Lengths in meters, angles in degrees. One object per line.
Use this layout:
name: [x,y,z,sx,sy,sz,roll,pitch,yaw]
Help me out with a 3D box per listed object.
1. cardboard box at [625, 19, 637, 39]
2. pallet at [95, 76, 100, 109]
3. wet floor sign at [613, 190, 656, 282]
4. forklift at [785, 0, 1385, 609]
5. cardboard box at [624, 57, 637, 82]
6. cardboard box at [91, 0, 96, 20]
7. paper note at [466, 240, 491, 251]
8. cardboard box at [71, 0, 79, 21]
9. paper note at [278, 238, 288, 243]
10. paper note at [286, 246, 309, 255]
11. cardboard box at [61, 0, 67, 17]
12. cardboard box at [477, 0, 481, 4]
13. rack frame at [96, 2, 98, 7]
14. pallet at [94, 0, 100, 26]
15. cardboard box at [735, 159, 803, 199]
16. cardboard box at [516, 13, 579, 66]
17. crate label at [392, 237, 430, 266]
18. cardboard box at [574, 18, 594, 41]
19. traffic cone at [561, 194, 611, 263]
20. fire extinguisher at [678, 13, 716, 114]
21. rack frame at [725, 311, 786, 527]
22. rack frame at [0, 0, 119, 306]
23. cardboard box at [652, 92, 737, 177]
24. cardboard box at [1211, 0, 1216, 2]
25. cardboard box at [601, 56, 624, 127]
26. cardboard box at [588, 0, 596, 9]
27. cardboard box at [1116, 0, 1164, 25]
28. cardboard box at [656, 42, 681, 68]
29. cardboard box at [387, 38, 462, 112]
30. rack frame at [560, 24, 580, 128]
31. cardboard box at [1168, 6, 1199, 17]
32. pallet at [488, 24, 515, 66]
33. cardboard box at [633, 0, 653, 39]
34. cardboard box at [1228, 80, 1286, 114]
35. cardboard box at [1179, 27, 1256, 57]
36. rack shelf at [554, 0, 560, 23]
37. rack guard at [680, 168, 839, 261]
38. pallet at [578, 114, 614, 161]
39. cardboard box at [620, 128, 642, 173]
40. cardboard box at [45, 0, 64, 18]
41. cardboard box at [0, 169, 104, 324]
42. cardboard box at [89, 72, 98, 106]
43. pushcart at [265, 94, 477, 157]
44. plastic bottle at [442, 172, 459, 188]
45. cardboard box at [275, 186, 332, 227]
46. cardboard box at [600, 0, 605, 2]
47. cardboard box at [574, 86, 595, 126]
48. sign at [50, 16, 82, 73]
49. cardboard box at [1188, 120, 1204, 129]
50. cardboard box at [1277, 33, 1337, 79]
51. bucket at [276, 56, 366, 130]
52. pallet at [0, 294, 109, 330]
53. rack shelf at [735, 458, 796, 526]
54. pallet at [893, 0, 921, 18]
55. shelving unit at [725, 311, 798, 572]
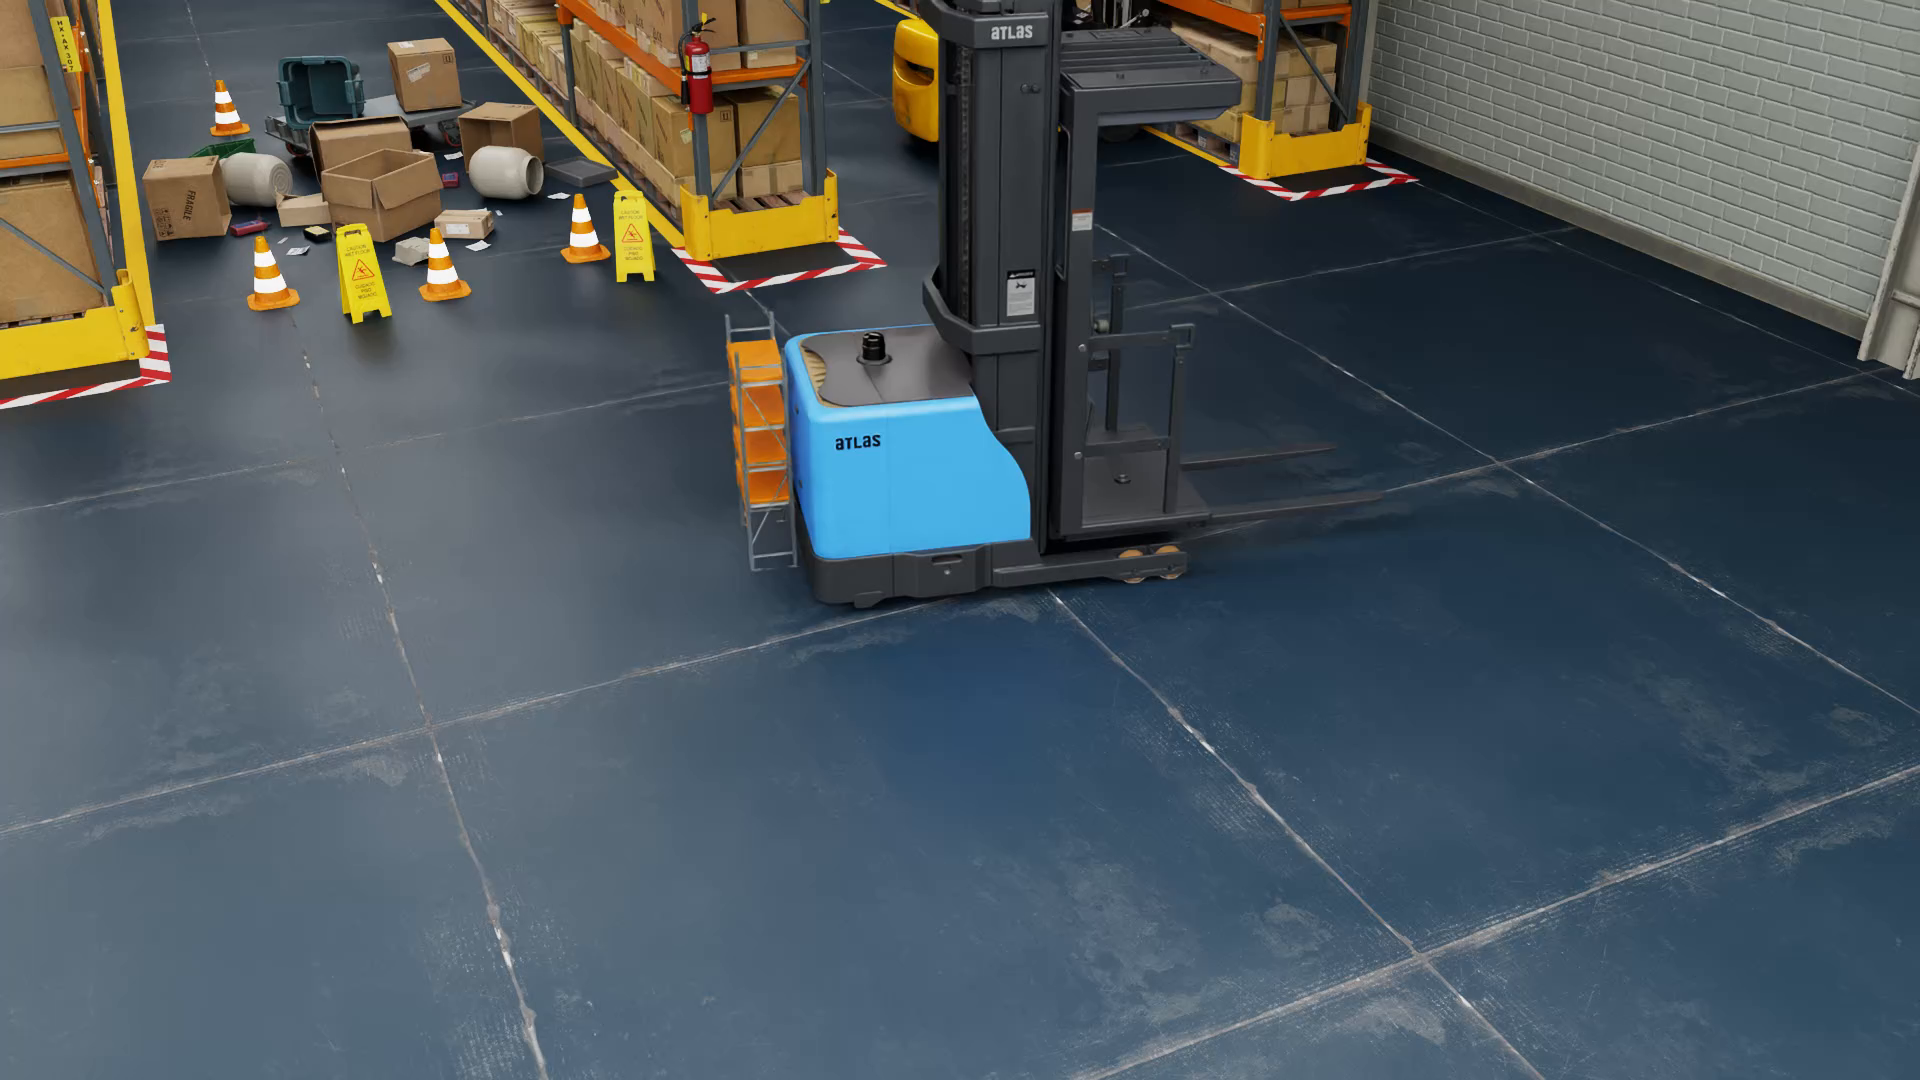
cardboard box: [-2.453,-4.116,13.280,0.380,0.149,0.250,-13,32,-22]
pallet: [-9.078,-4.424,16.424,1.003,0.211,1.213,-13,32,-22]
wet floor sign: [-2.372,-2.219,12.048,0.267,0.644,0.232,-3,29,-5]
forklift: [0.674,-1.306,8.083,3.031,2.935,1.130,-6,30,-11]
cardboard box: [-2.501,-3.824,13.455,0.380,0.149,0.250,-12,31,-20]
cardboard box: [-10.084,-6.136,18.752,0.500,0.500,0.500,-14,32,-23]
paper note: [-3.690,-2.259,12.748,0.142,0.019,0.148,26,38,38]
cardboard box: [-7.614,-4.570,13.731,0.500,0.500,0.500,-13,32,-21]
paper note: [-5.241,-2.320,12.877,0.032,0.001,0.123,2,29,4]
paper note: [-5.036,-2.206,12.654,0.144,0.017,0.142,-3,29,-5]
cardboard box: [-7.206,-3.904,12.493,0.875,0.550,0.550,-13,32,-22]
cardboard box: [-5.143,-6.668,19.317,0.875,0.875,0.875,-13,32,-22]
rack frame: [-11.066,-7.772,19.542,1.000,3.000,0.127,-13,32,-22]
pallet: [-10.730,-6.212,19.612,1.003,0.211,1.213,-13,32,-22]
cardboard box: [-1.583,-2.953,13.331,0.500,0.250,0.500,-13,32,-22]
cardboard box: [-4.043,-5.214,17.238,0.950,0.372,0.625,-12,31,-20]
crate label: [-4.087,-2.176,12.491,0.298,0.136,0.250,19,34,30]
cardboard box: [-3.195,-4.530,14.714,0.380,0.149,0.250,-13,32,-21]
traffic cone: [-2.837,-2.367,12.499,0.336,0.463,0.334,-13,32,-22]
fire extinguisher: [-1.854,-3.374,11.779,0.296,0.674,0.183,-13,32,-22]
rack frame: [-1.053,-0.609,8.609,0.240,1.200,0.015,-6,30,-11]
rack frame: [-5.914,-2.471,10.089,1.000,3.000,0.127,-13,32,-22]
cardboard box: [-2.066,-3.165,12.942,0.500,0.500,0.500,-13,32,-22]
cardboard box: [2.332,-5.036,14.561,0.500,0.500,0.500,-12,31,-20]
cardboard box: [-2.733,-3.852,14.168,0.500,0.500,0.500,-11,31,-19]
cardboard box: [-2.987,-4.677,14.281,0.380,0.149,0.250,-12,31,-20]
cardboard box: [1.636,-5.061,16.068,0.500,0.250,0.500,-12,31,-20]
cardboard box: [-2.050,-3.654,12.456,0.380,0.149,0.250,-13,32,-23]
cardboard box: [-4.799,-4.175,14.910,0.500,0.500,0.500,-13,32,-22]
rack frame: [-3.204,-5.322,15.174,1.000,3.000,0.127,-13,32,-22]
cardboard box: [2.323,-4.942,15.855,0.500,0.250,0.500,-14,32,-23]
pallet: [-4.587,-5.527,18.390,1.003,0.211,1.213,-13,32,-22]
cardboard box: [-2.179,-4.132,12.646,0.500,0.500,0.500,-13,32,-22]
cardboard box: [2.503,-3.950,14.598,0.500,0.250,0.500,-14,32,-23]
cardboard box: [2.291,-4.381,14.855,0.500,0.250,0.500,-12,32,-21]
rack shelf: [-4.063,-5.891,16.925,1.077,0.370,4.000,-13,32,-22]
rack guard: [-1.520,-2.498,12.694,1.175,0.500,0.348,-13,32,-22]
pallet: [-2.884,-3.816,15.340,1.003,0.211,1.213,-13,32,-22]
cardboard box: [-2.522,-3.300,13.949,0.500,0.250,0.500,-14,32,-24]
cardboard box: [-6.476,-3.679,10.986,0.875,0.550,0.550,-13,32,-22]
cardboard box: [-6.265,-2.013,11.016,0.875,0.875,0.875,-13,32,-22]
cardboard box: [-8.390,-4.122,14.905,1.050,0.750,0.750,-13,32,-22]
pushcart: [-5.242,-3.677,14.922,0.936,0.377,1.648,26,38,38]
plastic bottle: [-4.344,-3.076,14.173,0.133,0.061,0.283,-8,30,-13]
cardboard box: [-5.230,-2.673,13.245,0.396,0.266,0.258,-8,30,-13]
cardboard box: [-2.827,-4.801,13.838,0.500,0.500,0.500,-13,32,-22]
cardboard box: [-3.195,-3.988,15.177,0.500,0.250,0.500,-15,32,-24]
sign: [-5.410,-2.997,10.061,0.100,0.325,0.005,-13,32,-22]
cardboard box: [2.303,-3.945,15.101,0.500,0.250,0.500,-13,32,-22]
cardboard box: [2.959,-4.271,14.659,0.500,0.250,0.500,-14,32,-23]
bucket: [-5.491,-3.897,14.425,0.726,0.611,0.620,-3,19,-5]
pallet: [-6.328,-1.591,11.372,1.003,0.211,1.213,-13,32,-22]
rack shelf: [-1.001,-0.261,8.531,0.258,0.148,0.480,-6,30,-11]
pallet: [-0.122,-6.544,20.205,1.003,0.211,1.213,-13,32,-22]
shelving unit: [-1.001,-0.493,8.401,0.258,1.200,0.503,-6,30,-11]
